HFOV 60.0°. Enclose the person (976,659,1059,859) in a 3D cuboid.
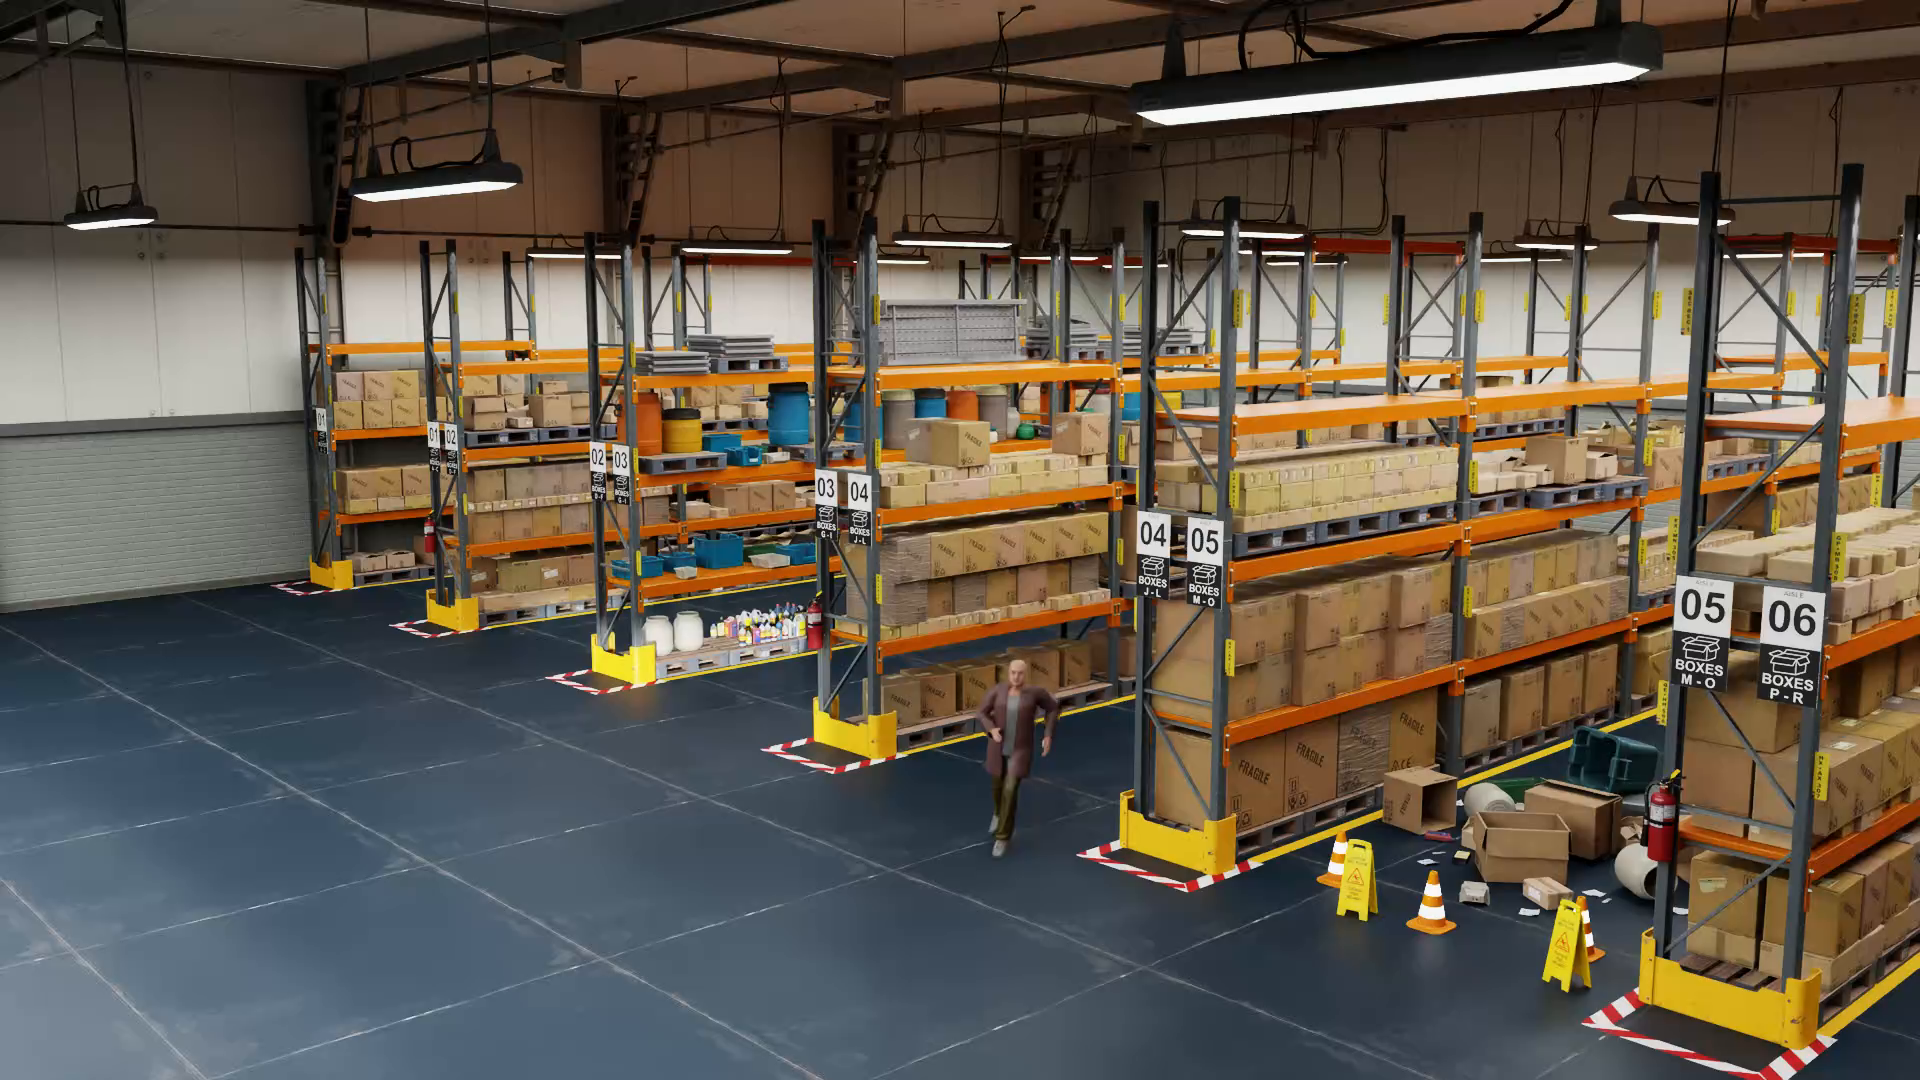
[{"bbox_3d":[0.524,2.016,15.677,0.756,1.822,0.906,2,9,15],"label":"person"}]
